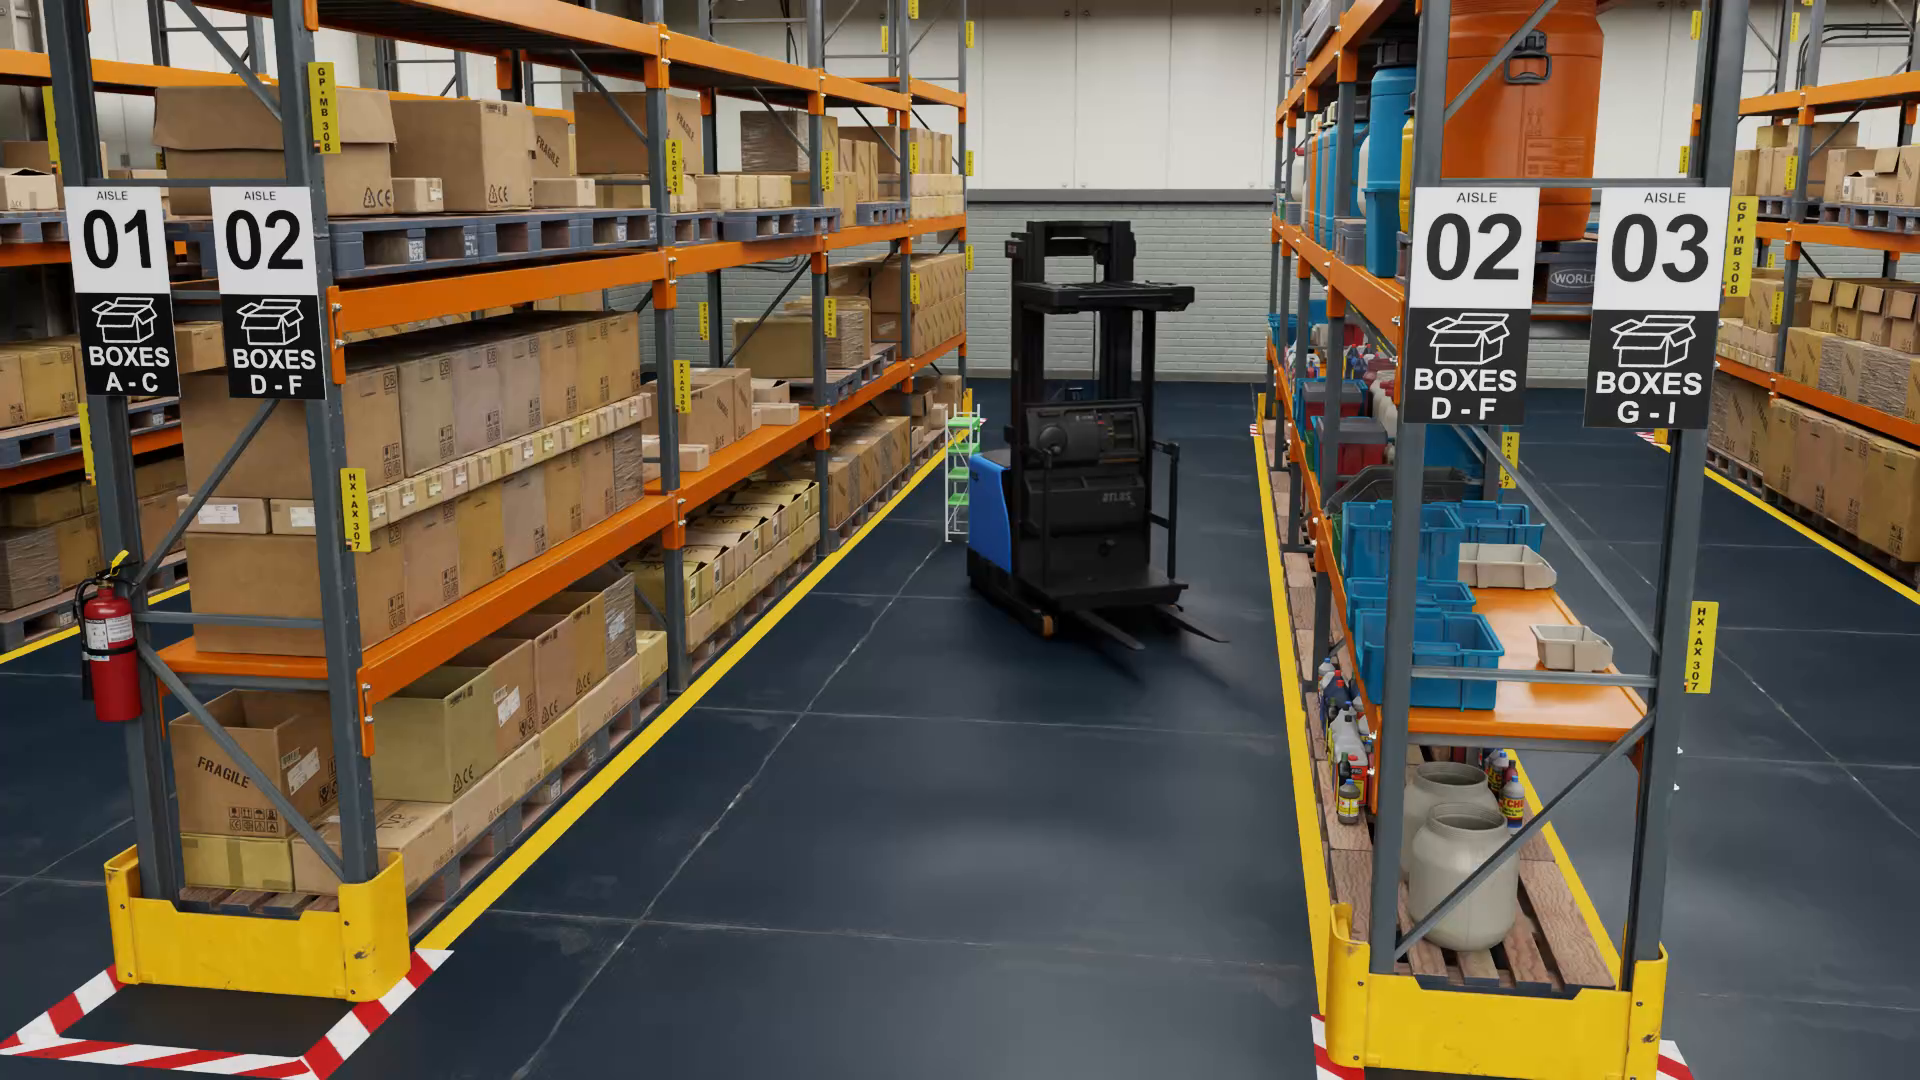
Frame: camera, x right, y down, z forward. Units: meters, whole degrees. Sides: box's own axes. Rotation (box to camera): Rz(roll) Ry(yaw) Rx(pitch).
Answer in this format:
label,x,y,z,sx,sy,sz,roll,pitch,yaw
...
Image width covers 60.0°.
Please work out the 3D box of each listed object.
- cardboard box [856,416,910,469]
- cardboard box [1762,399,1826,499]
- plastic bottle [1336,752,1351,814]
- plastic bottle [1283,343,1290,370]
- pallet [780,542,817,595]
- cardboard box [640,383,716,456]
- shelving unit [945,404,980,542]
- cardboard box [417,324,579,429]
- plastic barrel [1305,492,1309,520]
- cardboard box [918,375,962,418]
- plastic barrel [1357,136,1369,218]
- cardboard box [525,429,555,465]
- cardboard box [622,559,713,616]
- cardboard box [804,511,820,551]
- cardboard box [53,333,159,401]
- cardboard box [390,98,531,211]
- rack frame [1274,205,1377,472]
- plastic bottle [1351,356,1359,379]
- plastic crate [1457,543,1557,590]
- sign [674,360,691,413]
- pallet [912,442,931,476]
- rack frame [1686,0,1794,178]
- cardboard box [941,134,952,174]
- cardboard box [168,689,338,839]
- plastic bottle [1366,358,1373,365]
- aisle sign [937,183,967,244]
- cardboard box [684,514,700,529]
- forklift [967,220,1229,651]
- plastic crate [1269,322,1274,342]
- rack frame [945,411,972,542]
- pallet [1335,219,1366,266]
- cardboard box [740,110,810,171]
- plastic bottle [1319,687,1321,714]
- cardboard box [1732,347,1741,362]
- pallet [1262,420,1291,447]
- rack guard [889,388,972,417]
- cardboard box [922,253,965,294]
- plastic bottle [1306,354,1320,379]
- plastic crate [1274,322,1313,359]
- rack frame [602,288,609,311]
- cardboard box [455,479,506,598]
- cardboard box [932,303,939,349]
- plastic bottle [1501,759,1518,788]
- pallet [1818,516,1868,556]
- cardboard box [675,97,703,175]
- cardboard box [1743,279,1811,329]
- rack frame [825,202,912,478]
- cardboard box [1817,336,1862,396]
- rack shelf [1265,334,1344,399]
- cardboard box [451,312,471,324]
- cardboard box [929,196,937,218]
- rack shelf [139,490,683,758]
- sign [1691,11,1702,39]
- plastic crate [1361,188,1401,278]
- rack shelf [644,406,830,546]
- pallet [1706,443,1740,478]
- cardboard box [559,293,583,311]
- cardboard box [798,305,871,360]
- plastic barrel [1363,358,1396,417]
label,x,y,z,sx,sy,sz,roll,pitch,yaw
cardboard box,-0.830,-1.052,17.902,0.500,0.500,0.500,2,12,8
cardboard box,8.672,-0.882,16.270,1.225,0.875,0.875,2,12,9
plastic bottle,1.861,1.179,8.061,0.061,0.283,0.133,2,12,10
plastic bottle,3.379,-1.890,17.179,0.061,0.283,0.133,2,12,9
pallet,-1.817,0.195,13.845,1.003,0.211,1.213,2,12,9
cardboard box,-2.052,-0.824,11.715,0.500,0.500,0.500,3,12,13
shelving unit,0.025,-0.621,15.283,0.258,1.200,0.503,2,12,9
cardboard box,-2.484,-0.887,8.929,0.700,0.500,0.500,2,12,9
plastic barrel,3.299,-0.389,14.844,0.421,0.512,0.421,0,12,0
cardboard box,-0.262,-1.876,21.723,0.500,0.500,0.500,2,12,9
plastic barrel,2.366,-1.988,8.971,0.421,0.512,0.421,0,12,0
cardboard box,-2.332,-0.489,8.620,0.380,0.149,0.250,2,12,11
cardboard box,-1.958,0.281,11.025,0.500,0.311,0.500,2,12,9
cardboard box,-1.492,-0.082,14.042,0.500,0.250,0.500,2,12,10
cardboard box,-6.780,-1.404,13.363,0.700,0.500,0.500,2,12,9
cardboard box,-2.357,-1.799,7.791,0.500,0.500,0.500,2,12,9
rack frame,3.857,-2.010,17.456,1.000,3.000,0.127,2,12,9
plastic bottle,3.835,-1.646,16.071,0.097,0.271,0.097,0,12,0
plastic crate,2.627,0.131,8.150,0.530,0.136,0.437,2,12,9
sign,-1.719,-0.950,10.296,0.100,0.325,0.005,2,12,9
pallet,-0.930,-0.951,19.162,1.003,0.211,1.213,2,12,9
rack frame,9.366,-5.615,19.943,1.000,3.000,0.127,2,12,9
cardboard box,-0.485,-4.900,21.138,0.700,0.500,0.500,2,12,9
cardboard box,-3.094,0.978,7.343,0.500,0.500,0.500,2,12,9
plastic bottle,3.926,-1.599,15.846,0.152,0.276,0.135,2,12,9
aisle sign,-0.109,-4.279,21.814,0.394,0.787,0.004,2,12,9
cardboard box,-2.255,-0.052,12.568,0.500,0.311,0.500,2,12,8
forklift,1.000,-0.822,12.108,1.130,2.935,3.031,-4,13,-18
plastic crate,3.906,-2.475,19.871,0.416,0.233,0.300,2,12,9
rack frame,-0.012,-0.570,15.048,0.240,1.200,0.015,2,12,9
pallet,2.612,-1.565,8.721,1.213,0.211,1.003,2,12,9
cardboard box,-1.579,-3.433,14.330,0.500,0.500,0.500,2,12,9
plastic bottle,2.113,0.903,9.539,0.097,0.201,0.097,0,12,0
cardboard box,8.632,-2.015,18.076,0.380,0.149,0.250,2,12,10
pallet,4.307,-1.309,20.823,1.003,0.211,1.213,2,12,9
rack guard,-0.434,-1.766,22.258,1.175,0.500,0.348,2,12,9
cardboard box,-0.219,-3.440,21.481,0.500,0.500,0.500,2,12,8
plastic bottle,3.417,-1.668,16.162,0.152,0.276,0.135,2,12,9
plastic crate,3.592,-2.140,17.954,0.392,0.384,0.575,2,12,9
rack frame,-5.317,-3.164,22.810,1.000,3.000,0.127,2,12,9
cardboard box,-2.640,-0.031,8.039,0.700,0.500,0.500,2,12,9
cardboard box,-0.535,-2.528,19.623,0.500,0.500,0.500,2,12,8
plastic bottle,2.651,1.187,8.025,0.061,0.283,0.133,2,12,10
pallet,8.521,-0.069,15.067,1.003,0.211,1.213,2,12,9
cardboard box,-2.069,-2.717,11.197,0.500,0.500,0.500,3,13,14
cardboard box,8.638,-2.497,17.585,0.500,0.500,0.500,2,12,9
rack frame,-1.037,-2.171,18.205,1.000,3.000,0.127,2,12,9
cardboard box,8.279,-1.602,15.325,0.500,0.500,0.500,2,12,7
rack shelf,4.164,-2.075,19.464,1.077,0.370,4.000,2,12,9
cardboard box,-5.754,-2.431,18.418,0.500,0.500,0.500,2,12,8
cardboard box,-0.559,-3.865,19.302,0.500,0.250,0.500,2,12,9
rack shelf,-2.575,0.262,8.621,1.077,0.370,4.000,2,12,9
sign,8.819,-6.168,19.918,0.100,0.325,0.005,2,12,9
plastic crate,2.007,-1.377,7.438,0.392,0.384,0.575,2,12,9
rack shelf,-1.960,-0.571,12.485,1.077,0.370,4.000,2,12,9
pallet,9.130,-0.897,18.910,1.003,0.211,1.213,2,12,9
cardboard box,-5.487,-3.052,21.579,0.980,0.700,0.700,2,12,8
cardboard box,-1.248,-2.056,16.434,0.700,0.500,0.500,-1,12,-6
plastic barrel,3.470,-1.137,13.085,0.600,0.536,0.708,2,12,9
